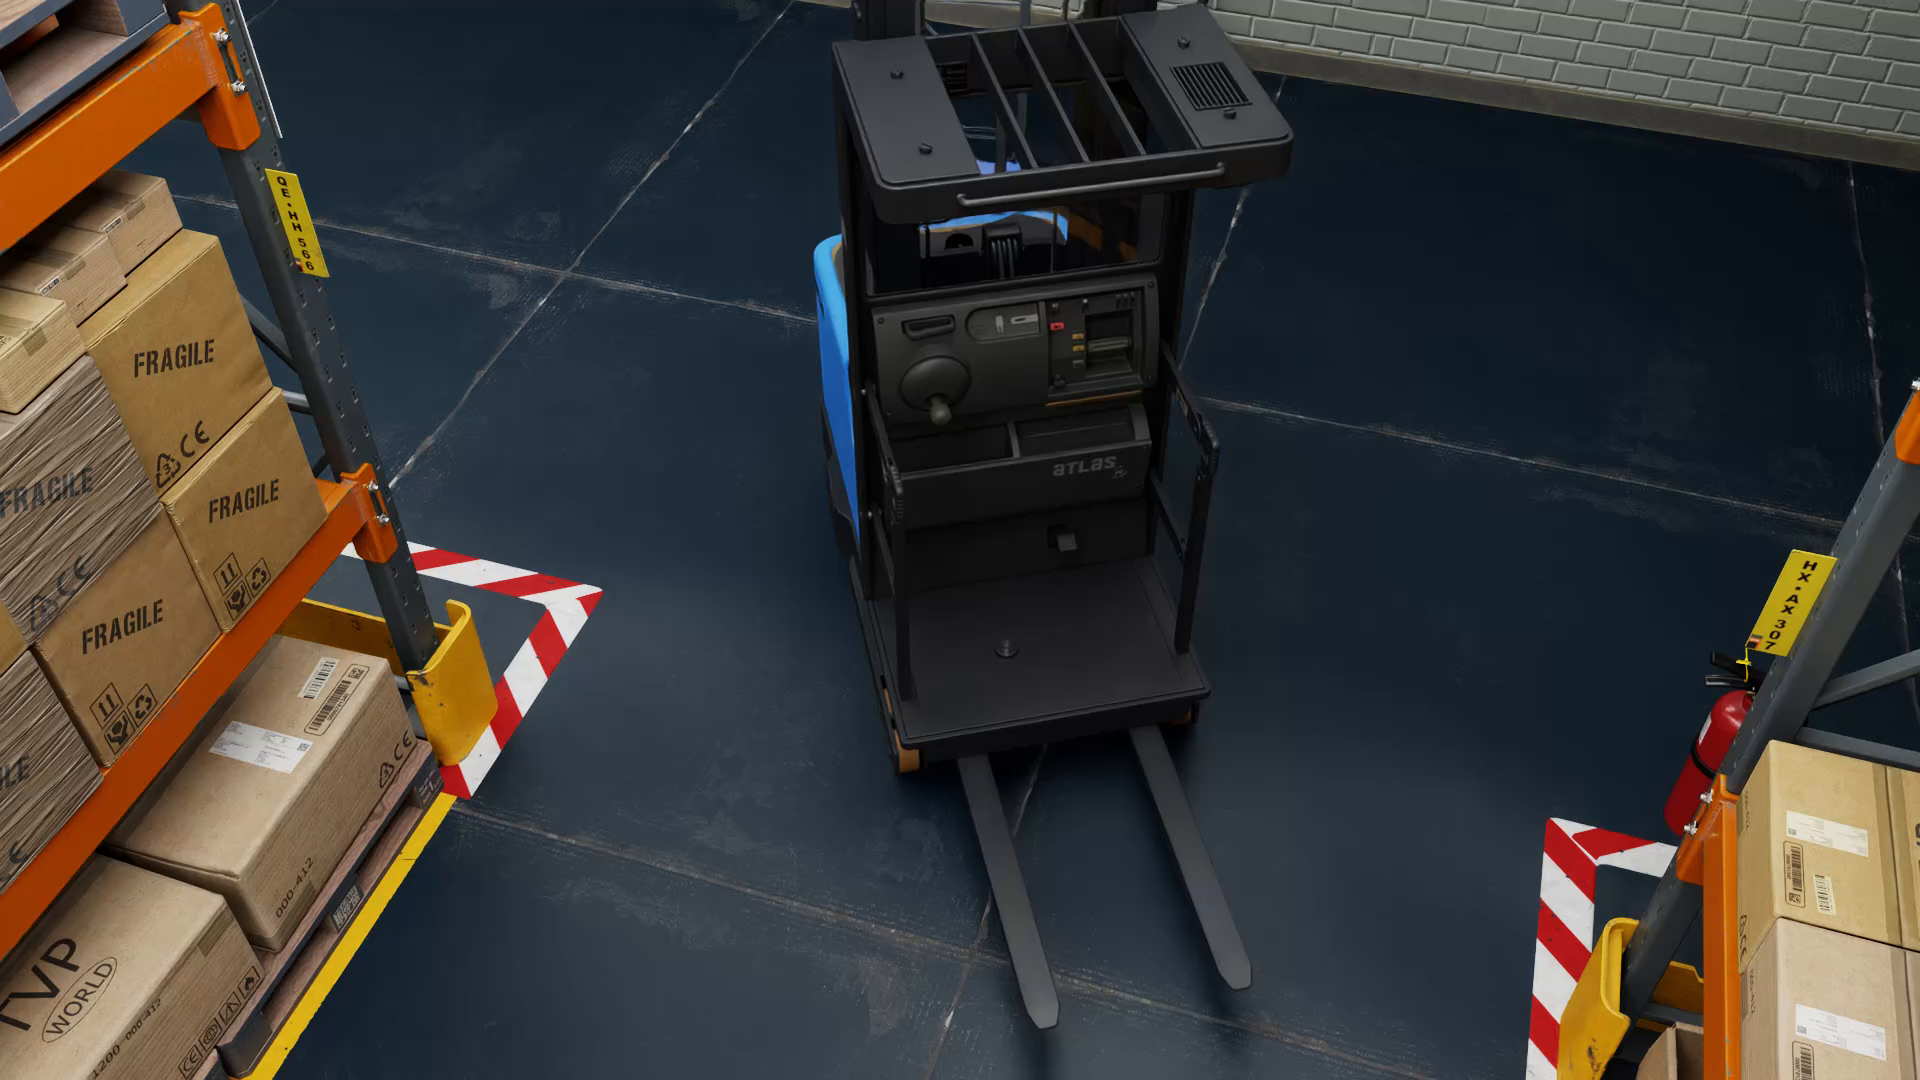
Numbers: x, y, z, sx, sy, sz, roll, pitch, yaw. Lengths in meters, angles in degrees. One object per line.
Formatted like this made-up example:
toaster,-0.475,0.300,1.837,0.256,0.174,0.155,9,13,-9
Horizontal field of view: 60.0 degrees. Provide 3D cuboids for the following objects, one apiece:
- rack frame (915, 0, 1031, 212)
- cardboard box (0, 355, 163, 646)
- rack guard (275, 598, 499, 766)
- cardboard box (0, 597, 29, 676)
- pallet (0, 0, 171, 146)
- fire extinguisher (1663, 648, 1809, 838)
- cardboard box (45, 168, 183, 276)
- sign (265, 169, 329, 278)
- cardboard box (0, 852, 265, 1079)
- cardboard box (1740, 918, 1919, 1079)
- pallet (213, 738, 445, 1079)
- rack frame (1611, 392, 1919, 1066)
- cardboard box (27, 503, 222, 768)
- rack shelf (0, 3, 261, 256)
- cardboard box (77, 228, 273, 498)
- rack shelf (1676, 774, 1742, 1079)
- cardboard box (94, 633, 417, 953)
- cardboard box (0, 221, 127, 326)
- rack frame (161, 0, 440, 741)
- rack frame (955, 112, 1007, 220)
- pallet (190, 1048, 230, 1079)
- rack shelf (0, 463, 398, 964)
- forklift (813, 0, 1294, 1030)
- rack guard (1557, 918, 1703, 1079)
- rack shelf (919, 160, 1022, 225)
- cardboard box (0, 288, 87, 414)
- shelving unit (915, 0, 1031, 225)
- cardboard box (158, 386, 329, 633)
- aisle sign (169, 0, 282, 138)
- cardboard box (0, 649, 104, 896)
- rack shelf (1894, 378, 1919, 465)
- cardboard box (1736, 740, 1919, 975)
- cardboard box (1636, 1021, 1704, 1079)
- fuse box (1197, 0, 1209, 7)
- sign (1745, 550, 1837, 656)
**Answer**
rack frame,0.051,-1.833,7.551,0.500,1.500,0.032,5,45,5
cardboard box,-2.348,-0.142,3.964,0.500,0.500,0.500,13,46,13
rack guard,-2.291,0.402,5.982,1.175,0.500,0.348,13,46,13
cardboard box,-2.501,0.187,3.628,0.500,0.500,0.500,12,46,12
pallet,-2.513,-1.019,3.566,1.003,0.211,1.213,13,46,13
fire extinguisher,2.037,0.538,4.377,0.296,0.674,0.183,13,46,13
cardboard box,-2.216,-0.819,4.192,0.380,0.149,0.250,13,46,13
sign,-1.785,-0.850,4.477,0.100,0.325,0.005,13,46,13
cardboard box,-2.672,1.363,4.744,0.875,0.438,0.875,14,46,14
cardboard box,1.887,1.102,3.374,0.500,0.250,0.500,13,46,13
pallet,-2.466,1.071,5.505,1.003,0.211,1.213,13,46,13
rack frame,2.433,0.573,4.019,1.000,3.000,0.127,13,46,13
cardboard box,-2.359,0.198,4.332,0.500,0.500,0.500,12,46,12
rack shelf,-2.904,0.043,2.931,1.077,0.370,4.000,13,46,13
cardboard box,-2.217,-0.497,4.327,0.500,0.500,0.500,14,46,14
rack shelf,1.828,2.164,2.909,1.077,0.370,4.000,13,46,13
cardboard box,-2.403,0.751,5.369,0.875,0.438,0.875,11,45,11
cardboard box,-2.270,-0.645,4.014,0.380,0.149,0.250,13,46,13
rack frame,-2.298,-0.476,5.091,1.000,3.000,0.127,13,46,13
rack frame,-0.071,-1.127,6.830,0.500,1.500,0.032,5,45,5
pallet,-2.837,1.881,4.677,1.003,0.211,1.213,13,46,12
rack shelf,-2.904,1.115,3.981,1.077,0.370,4.000,13,46,13
forklift,0.236,-0.516,5.182,1.130,2.935,3.031,-9,45,-9
rack guard,2.410,1.517,4.842,1.175,0.500,0.348,13,46,13
rack shelf,-0.010,-1.352,7.316,0.538,0.185,1.000,5,45,5
cardboard box,-2.268,-0.455,3.820,0.380,0.149,0.250,12,46,12
shelving unit,-0.010,-1.480,7.190,0.538,1.500,1.048,5,45,5
cardboard box,-2.192,-0.134,4.670,0.500,0.500,0.500,13,46,13
aisle sign,-1.981,-1.387,4.164,0.394,0.787,0.004,13,46,13
cardboard box,-2.505,0.543,3.979,0.500,0.500,0.500,14,46,14
rack shelf,1.828,1.091,1.860,1.077,0.370,4.000,13,46,13
cardboard box,2.039,0.766,3.717,0.500,0.250,0.500,13,46,13
cardboard box,2.158,1.703,4.350,0.797,0.503,0.637,11,45,11
fuse box,1.345,-3.236,8.834,0.539,1.711,0.414,13,46,13
sign,1.916,0.149,3.834,0.100,0.325,0.005,13,46,13
